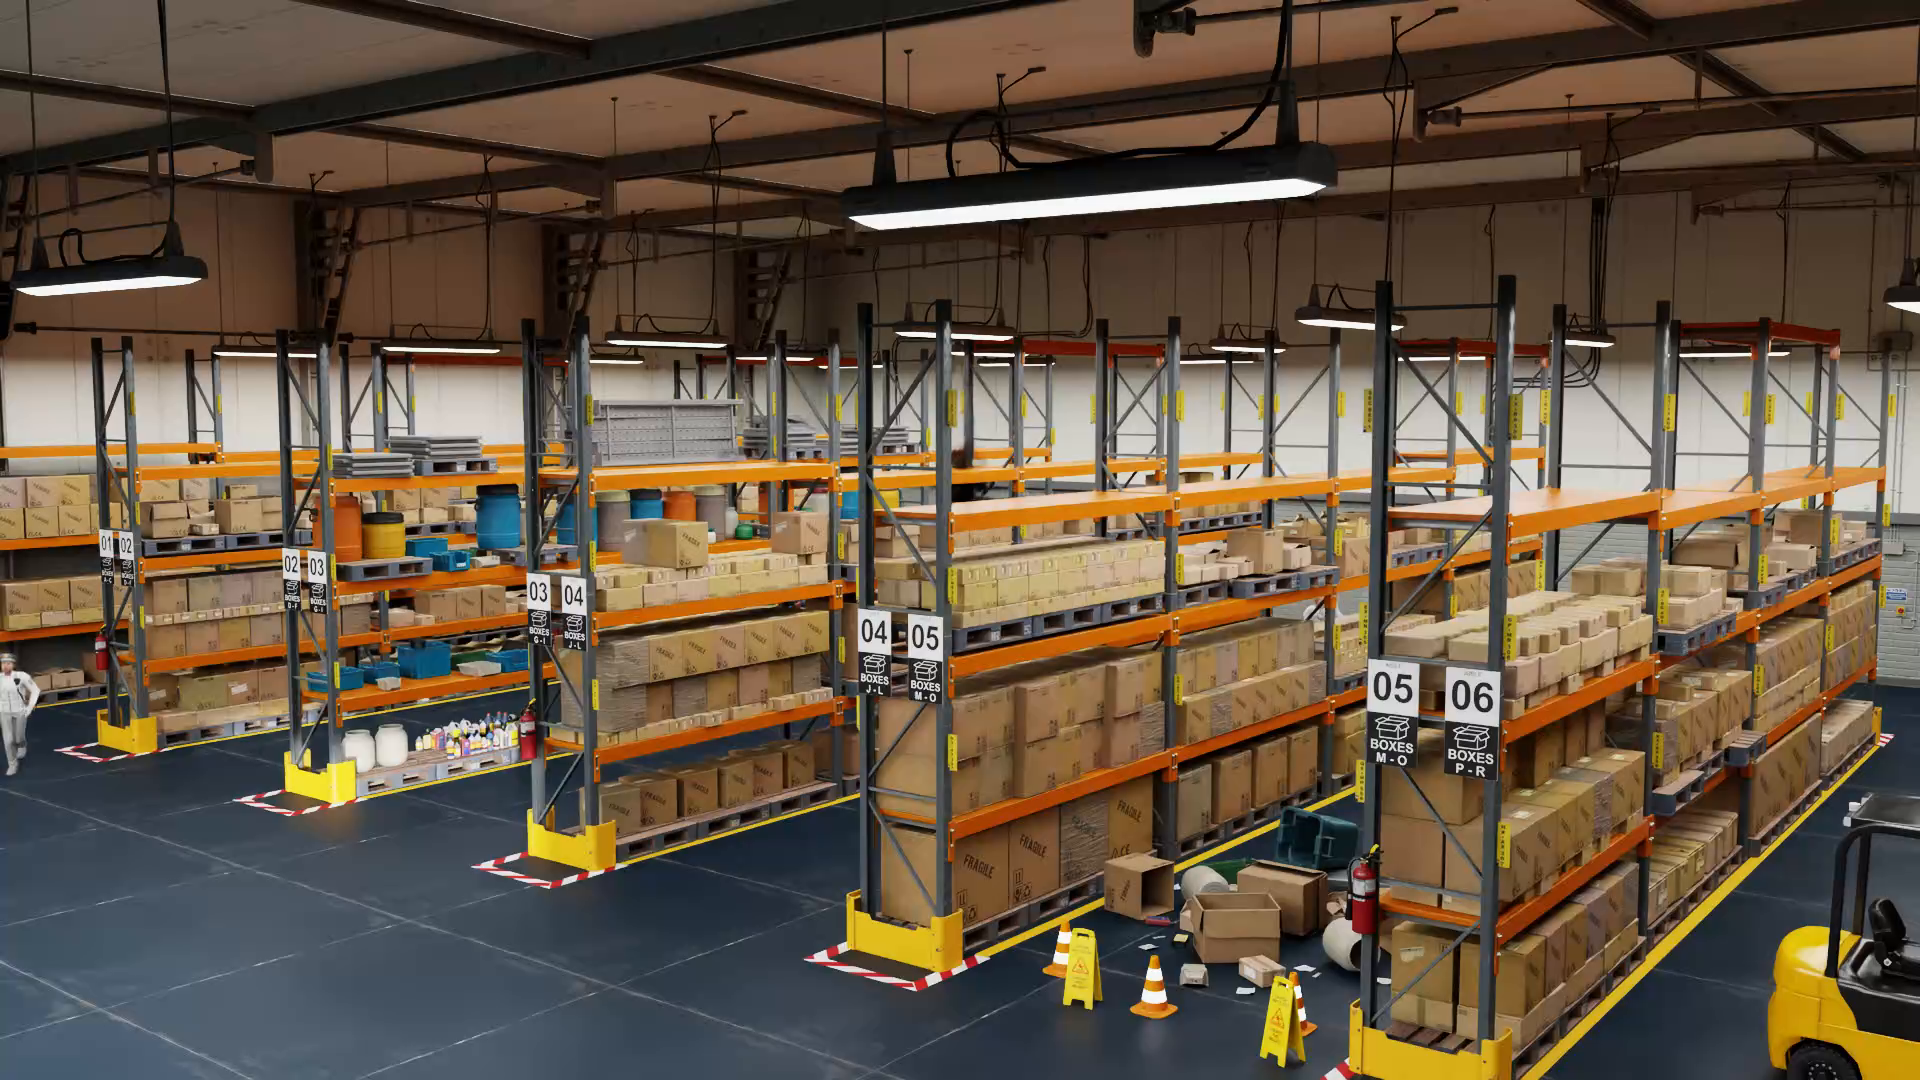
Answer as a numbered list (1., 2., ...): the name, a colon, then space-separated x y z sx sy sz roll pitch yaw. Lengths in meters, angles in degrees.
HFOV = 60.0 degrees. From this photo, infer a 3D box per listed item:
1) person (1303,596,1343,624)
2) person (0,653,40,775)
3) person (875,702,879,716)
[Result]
1. person: 6.493 1.741 29.737 0.754 1.688 0.653 1 5 14
2. person: -12.984 2.357 22.844 0.627 1.669 0.591 -2 5 -17
3. person: -1.127 1.809 25.243 0.656 1.788 0.743 5 7 43
